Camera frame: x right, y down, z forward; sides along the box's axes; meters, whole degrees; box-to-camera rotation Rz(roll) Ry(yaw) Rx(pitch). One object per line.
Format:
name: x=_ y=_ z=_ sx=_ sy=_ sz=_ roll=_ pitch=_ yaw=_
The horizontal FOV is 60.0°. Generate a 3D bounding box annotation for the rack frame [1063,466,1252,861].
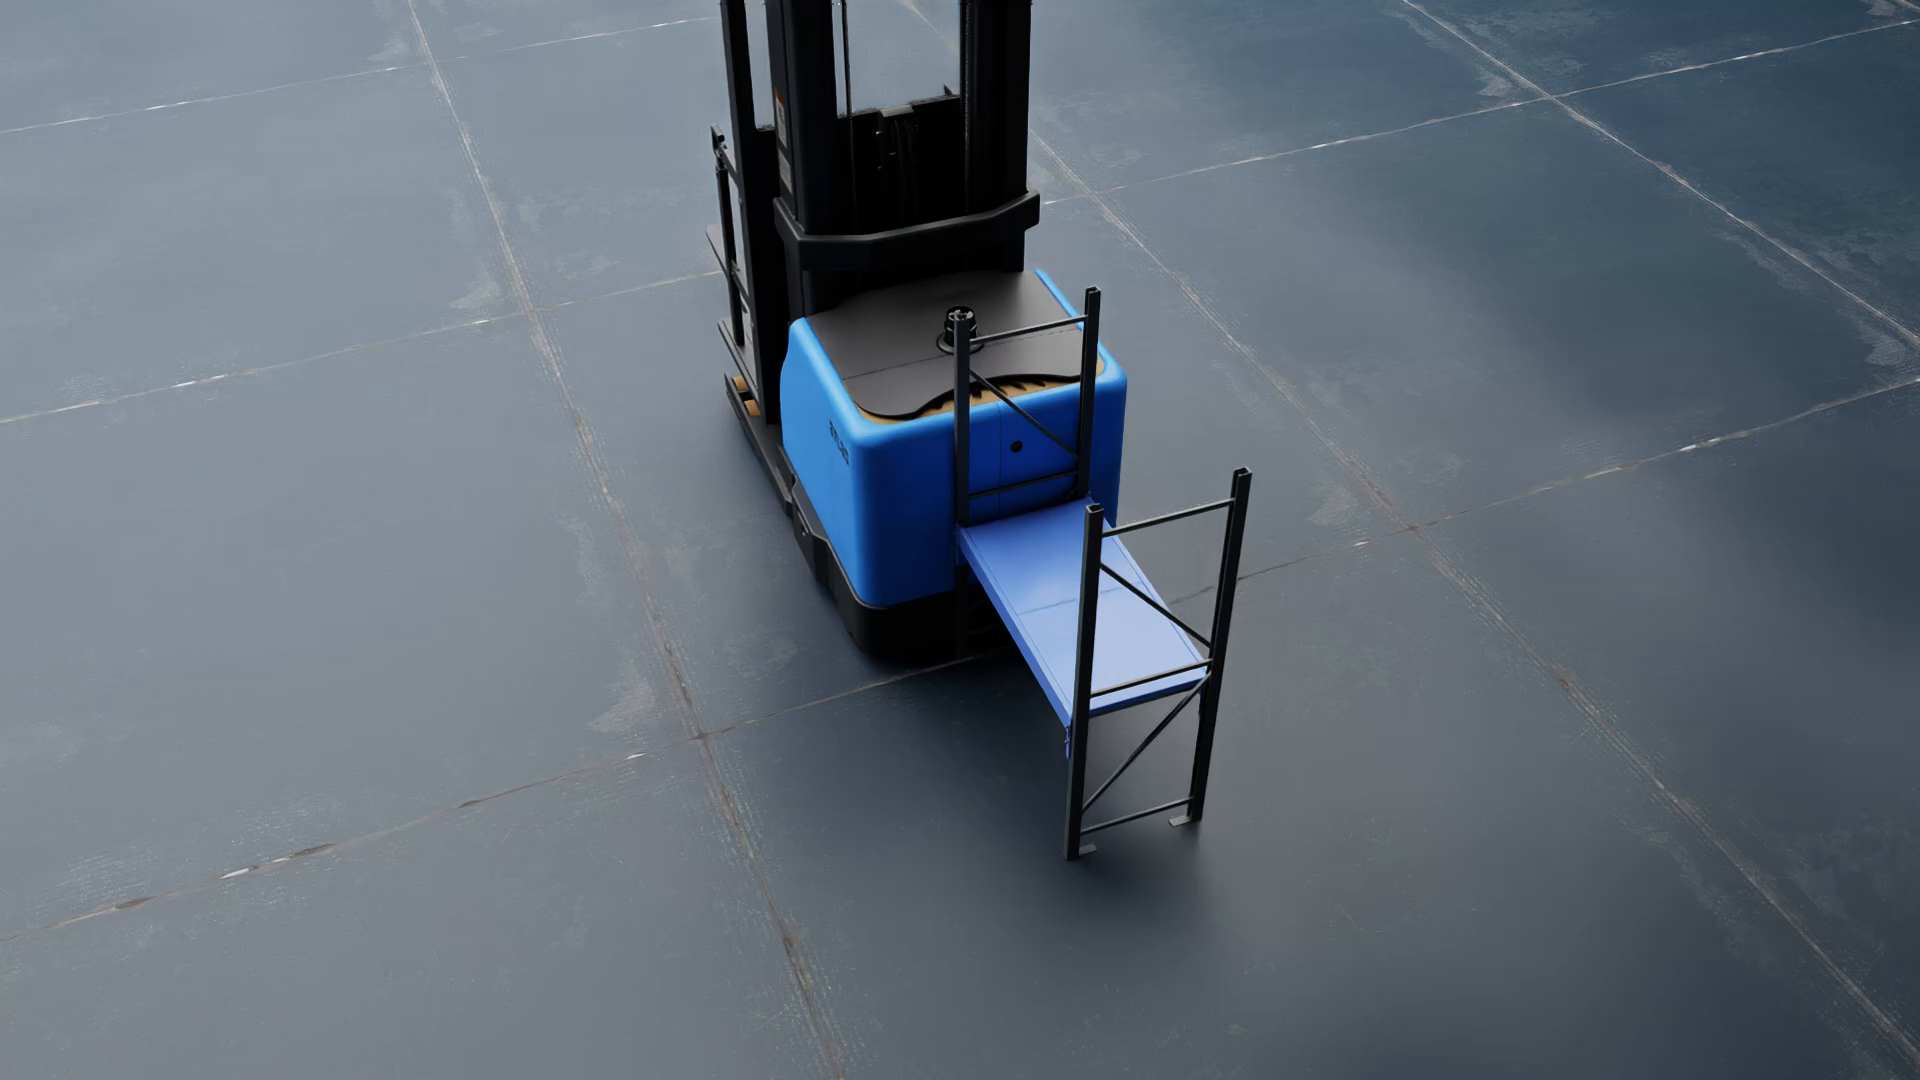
rack frame: x=0.582 y=0.428 z=5.102 sx=0.500 sy=1.500 sz=0.032 roll=-14 pitch=43 yaw=-16

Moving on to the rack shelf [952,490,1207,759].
rack shelf: x=0.401 y=0.254 z=5.580 sx=0.538 sy=0.185 sz=1.000 roll=-14 pitch=43 yaw=-16

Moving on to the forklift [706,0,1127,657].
forklift: x=-0.397 y=-1.650 z=6.420 sx=1.130 sy=2.935 sz=3.031 roll=-14 pitch=43 yaw=-16

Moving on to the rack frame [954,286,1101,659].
rack frame: x=0.219 y=-0.192 z=5.822 sx=0.500 sy=1.500 sz=0.032 roll=-14 pitch=43 yaw=-16

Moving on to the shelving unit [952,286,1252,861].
shelving unit: x=0.401 y=0.118 z=5.462 sx=0.538 sy=1.500 sz=1.048 roll=-14 pitch=43 yaw=-16
